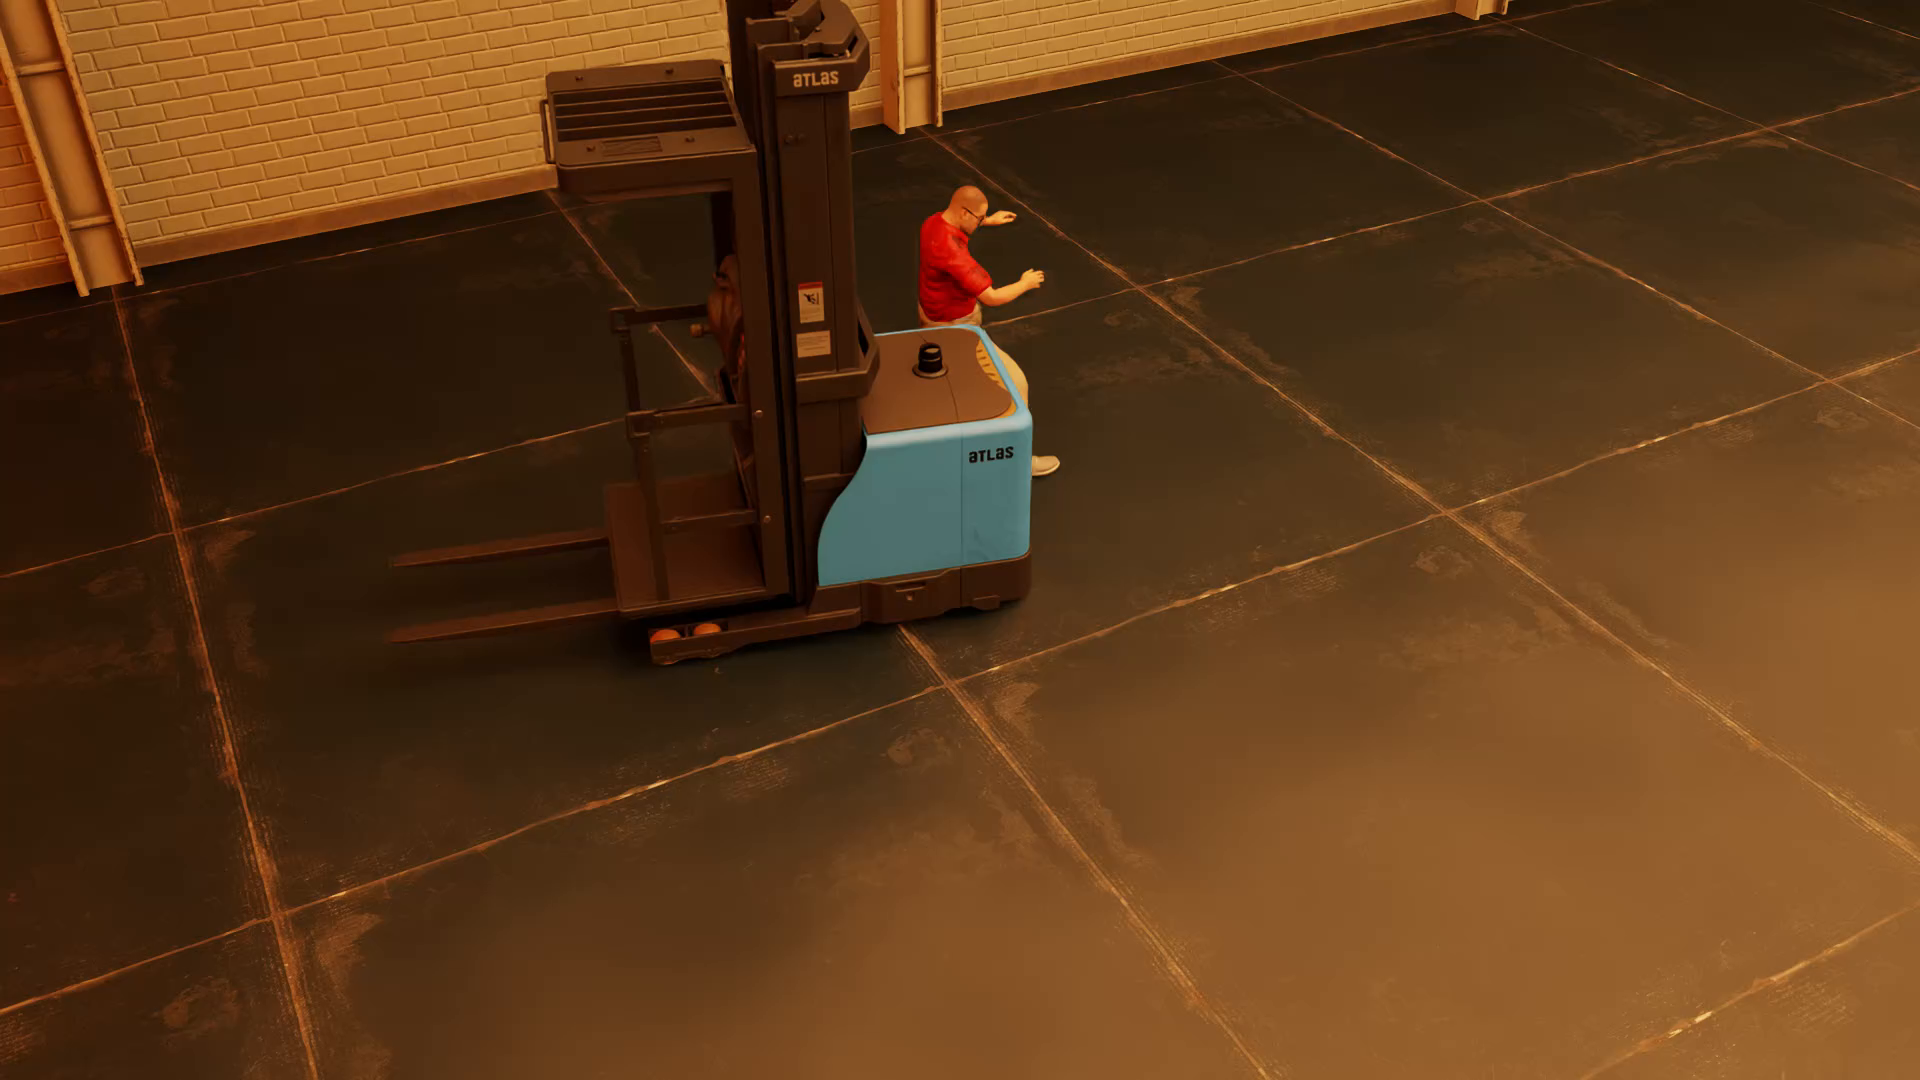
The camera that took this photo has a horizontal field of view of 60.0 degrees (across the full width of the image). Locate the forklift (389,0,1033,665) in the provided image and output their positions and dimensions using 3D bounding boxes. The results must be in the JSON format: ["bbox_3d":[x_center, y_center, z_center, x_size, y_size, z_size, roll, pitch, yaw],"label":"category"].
[{"bbox_3d":[-1.224,-0.946,7.462,3.031,2.935,1.130,-8,36,-11],"label":"forklift"}]

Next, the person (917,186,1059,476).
[{"bbox_3d":[0.098,-1.269,9.159,0.672,1.491,1.214,-8,36,-11],"label":"person"}]
